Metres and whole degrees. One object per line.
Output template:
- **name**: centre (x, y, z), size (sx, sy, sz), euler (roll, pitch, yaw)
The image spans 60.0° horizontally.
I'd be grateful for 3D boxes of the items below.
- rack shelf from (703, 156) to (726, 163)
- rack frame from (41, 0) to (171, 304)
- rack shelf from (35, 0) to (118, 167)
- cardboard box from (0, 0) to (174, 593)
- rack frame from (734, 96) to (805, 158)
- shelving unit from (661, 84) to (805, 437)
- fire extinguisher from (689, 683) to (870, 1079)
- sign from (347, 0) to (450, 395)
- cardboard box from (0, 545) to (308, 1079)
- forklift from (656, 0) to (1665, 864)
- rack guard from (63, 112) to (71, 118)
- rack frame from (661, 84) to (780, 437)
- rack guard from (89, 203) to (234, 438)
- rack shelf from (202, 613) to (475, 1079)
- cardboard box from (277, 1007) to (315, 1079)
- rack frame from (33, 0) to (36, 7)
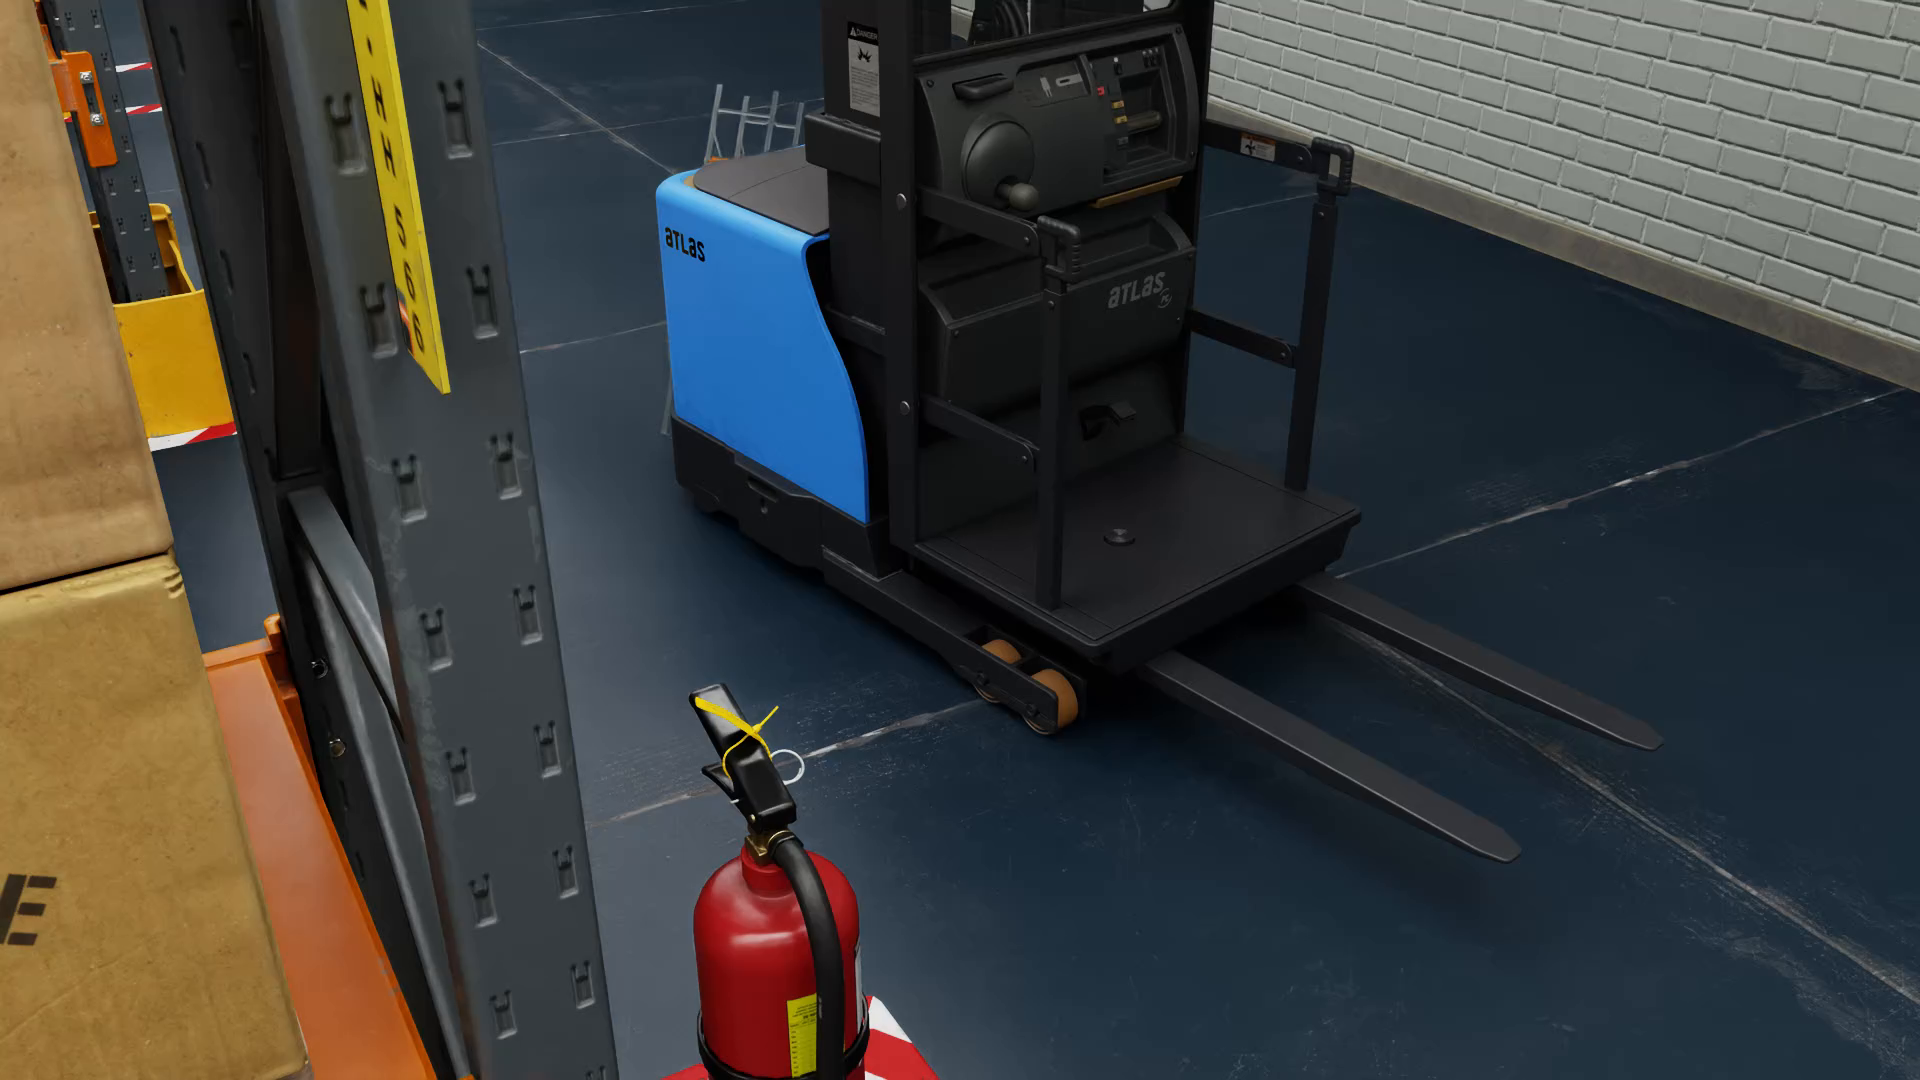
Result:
- **rack shelf**: centre (-0.726, -1.239, 5.687), size (0.258, 0.103, 0.180), euler (13, 7, 21)
- **rack frame**: centre (-3.064, -1.943, 5.666), size (0.127, 3.000, 1.000), euler (-16, 33, -26)
- **rack shelf**: centre (-4.789, -1.138, 4.953), size (4.000, 0.370, 1.077), euler (-16, 33, -26)
- **cardboard box**: centre (-0.907, -0.248, 1.149), size (0.500, 0.500, 0.500), euler (-17, 33, -27)
- **rack frame**: centre (-0.747, -0.933, 5.805), size (0.240, 1.200, 0.006), euler (13, 7, 21)
- **shelving unit**: centre (-0.782, -0.930, 5.720), size (0.258, 1.200, 0.189), euler (13, 7, 21)
- **fire extinguisher**: centre (-0.188, 0.476, 1.749), size (0.183, 0.674, 0.296), euler (-16, 33, -26)
- **sign**: centre (-0.375, -0.261, 1.093), size (0.005, 0.325, 0.100), euler (-16, 33, -26)
- **cardboard box**: centre (-0.896, 0.191, 1.388), size (0.500, 0.500, 0.500), euler (-15, 32, -25)
- **forklift**: centre (0.416, -1.055, 4.129), size (1.130, 2.935, 3.031), euler (-23, 36, -35)
- **rack guard**: centre (-5.559, -2.923, 10.029), size (0.348, 0.500, 1.175), euler (-16, 33, -26)
- **rack frame**: centre (-0.816, -0.927, 5.636), size (0.240, 1.200, 0.006), euler (13, 7, 21)
- **rack guard**: centre (-3.044, -0.854, 6.281), size (0.348, 0.500, 1.175), euler (-16, 33, -26)
- **rack shelf**: centre (-2.363, 0.953, 1.164), size (4.000, 0.370, 1.077), euler (-16, 33, -26)
- **cardboard box**: centre (-0.777, 0.456, 1.580), size (0.250, 0.149, 0.380), euler (-16, 33, -26)
- **rack frame**: centre (-5.574, -4.006, 9.405), size (0.127, 3.000, 1.000), euler (-16, 33, -26)
